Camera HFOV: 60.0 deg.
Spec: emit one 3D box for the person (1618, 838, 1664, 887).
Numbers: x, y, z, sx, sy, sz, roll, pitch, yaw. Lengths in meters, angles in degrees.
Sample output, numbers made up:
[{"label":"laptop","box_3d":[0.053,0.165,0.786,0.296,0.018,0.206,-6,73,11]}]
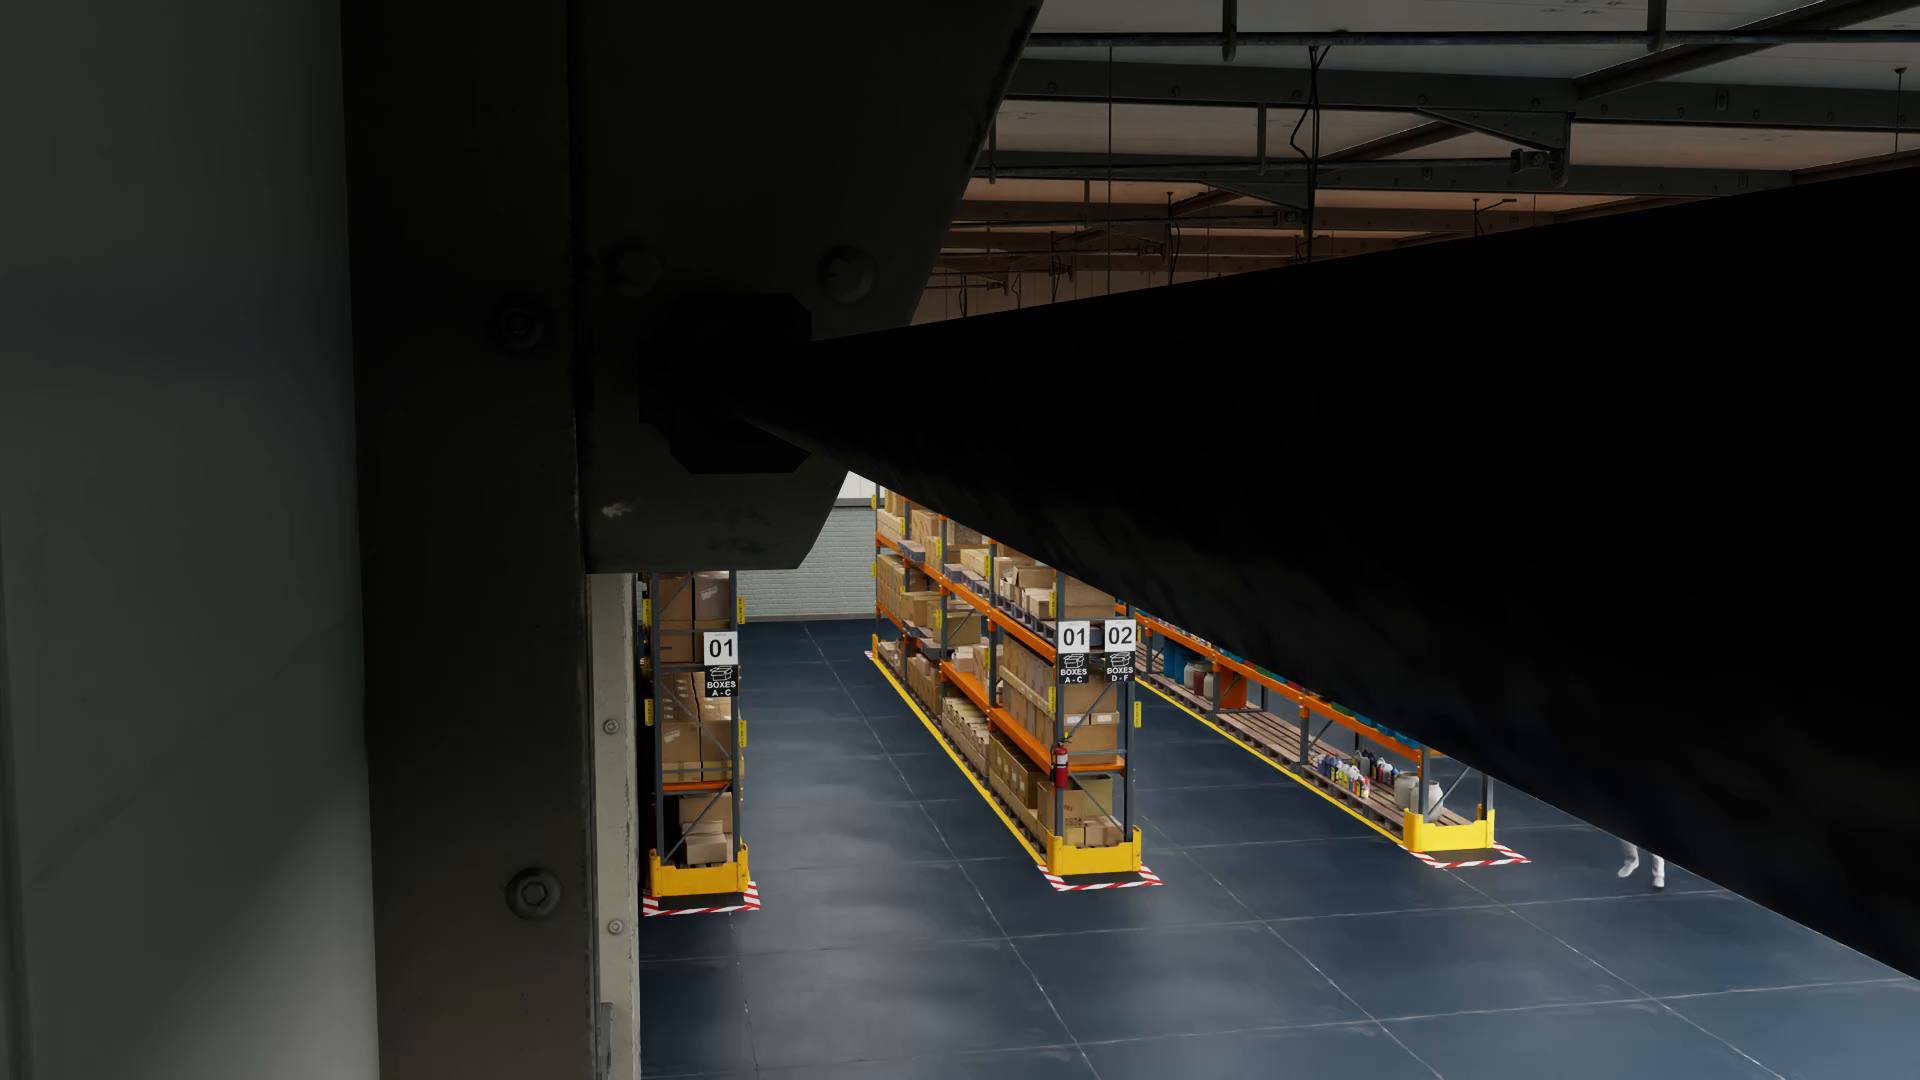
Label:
[{"label":"person","box_3d":[8.438,3.335,20.477,0.609,1.775,0.423,5,8,40]}]
